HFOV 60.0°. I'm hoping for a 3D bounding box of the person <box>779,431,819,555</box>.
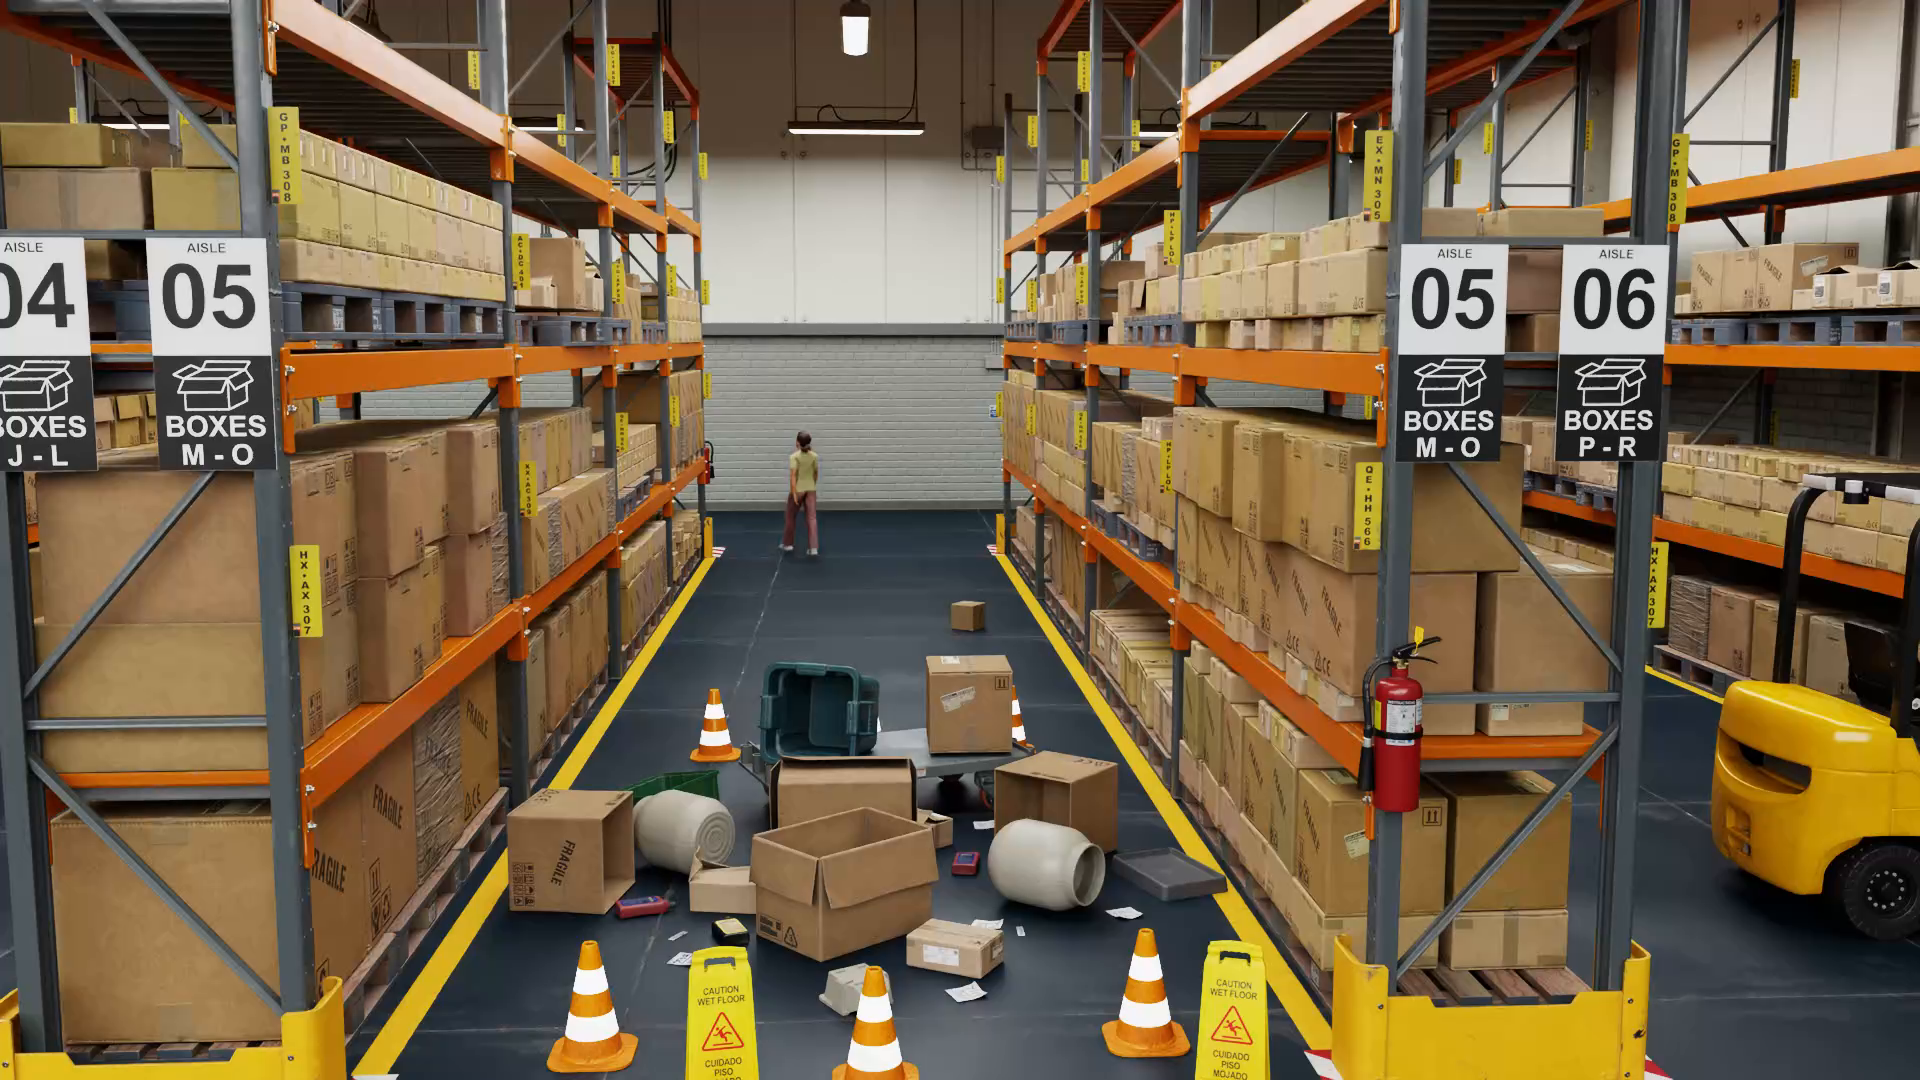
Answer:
[{"bbox_3d":[-2.092,-0.638,21.918,0.444,1.612,0.992,-3,8,-23],"label":"person"}]
